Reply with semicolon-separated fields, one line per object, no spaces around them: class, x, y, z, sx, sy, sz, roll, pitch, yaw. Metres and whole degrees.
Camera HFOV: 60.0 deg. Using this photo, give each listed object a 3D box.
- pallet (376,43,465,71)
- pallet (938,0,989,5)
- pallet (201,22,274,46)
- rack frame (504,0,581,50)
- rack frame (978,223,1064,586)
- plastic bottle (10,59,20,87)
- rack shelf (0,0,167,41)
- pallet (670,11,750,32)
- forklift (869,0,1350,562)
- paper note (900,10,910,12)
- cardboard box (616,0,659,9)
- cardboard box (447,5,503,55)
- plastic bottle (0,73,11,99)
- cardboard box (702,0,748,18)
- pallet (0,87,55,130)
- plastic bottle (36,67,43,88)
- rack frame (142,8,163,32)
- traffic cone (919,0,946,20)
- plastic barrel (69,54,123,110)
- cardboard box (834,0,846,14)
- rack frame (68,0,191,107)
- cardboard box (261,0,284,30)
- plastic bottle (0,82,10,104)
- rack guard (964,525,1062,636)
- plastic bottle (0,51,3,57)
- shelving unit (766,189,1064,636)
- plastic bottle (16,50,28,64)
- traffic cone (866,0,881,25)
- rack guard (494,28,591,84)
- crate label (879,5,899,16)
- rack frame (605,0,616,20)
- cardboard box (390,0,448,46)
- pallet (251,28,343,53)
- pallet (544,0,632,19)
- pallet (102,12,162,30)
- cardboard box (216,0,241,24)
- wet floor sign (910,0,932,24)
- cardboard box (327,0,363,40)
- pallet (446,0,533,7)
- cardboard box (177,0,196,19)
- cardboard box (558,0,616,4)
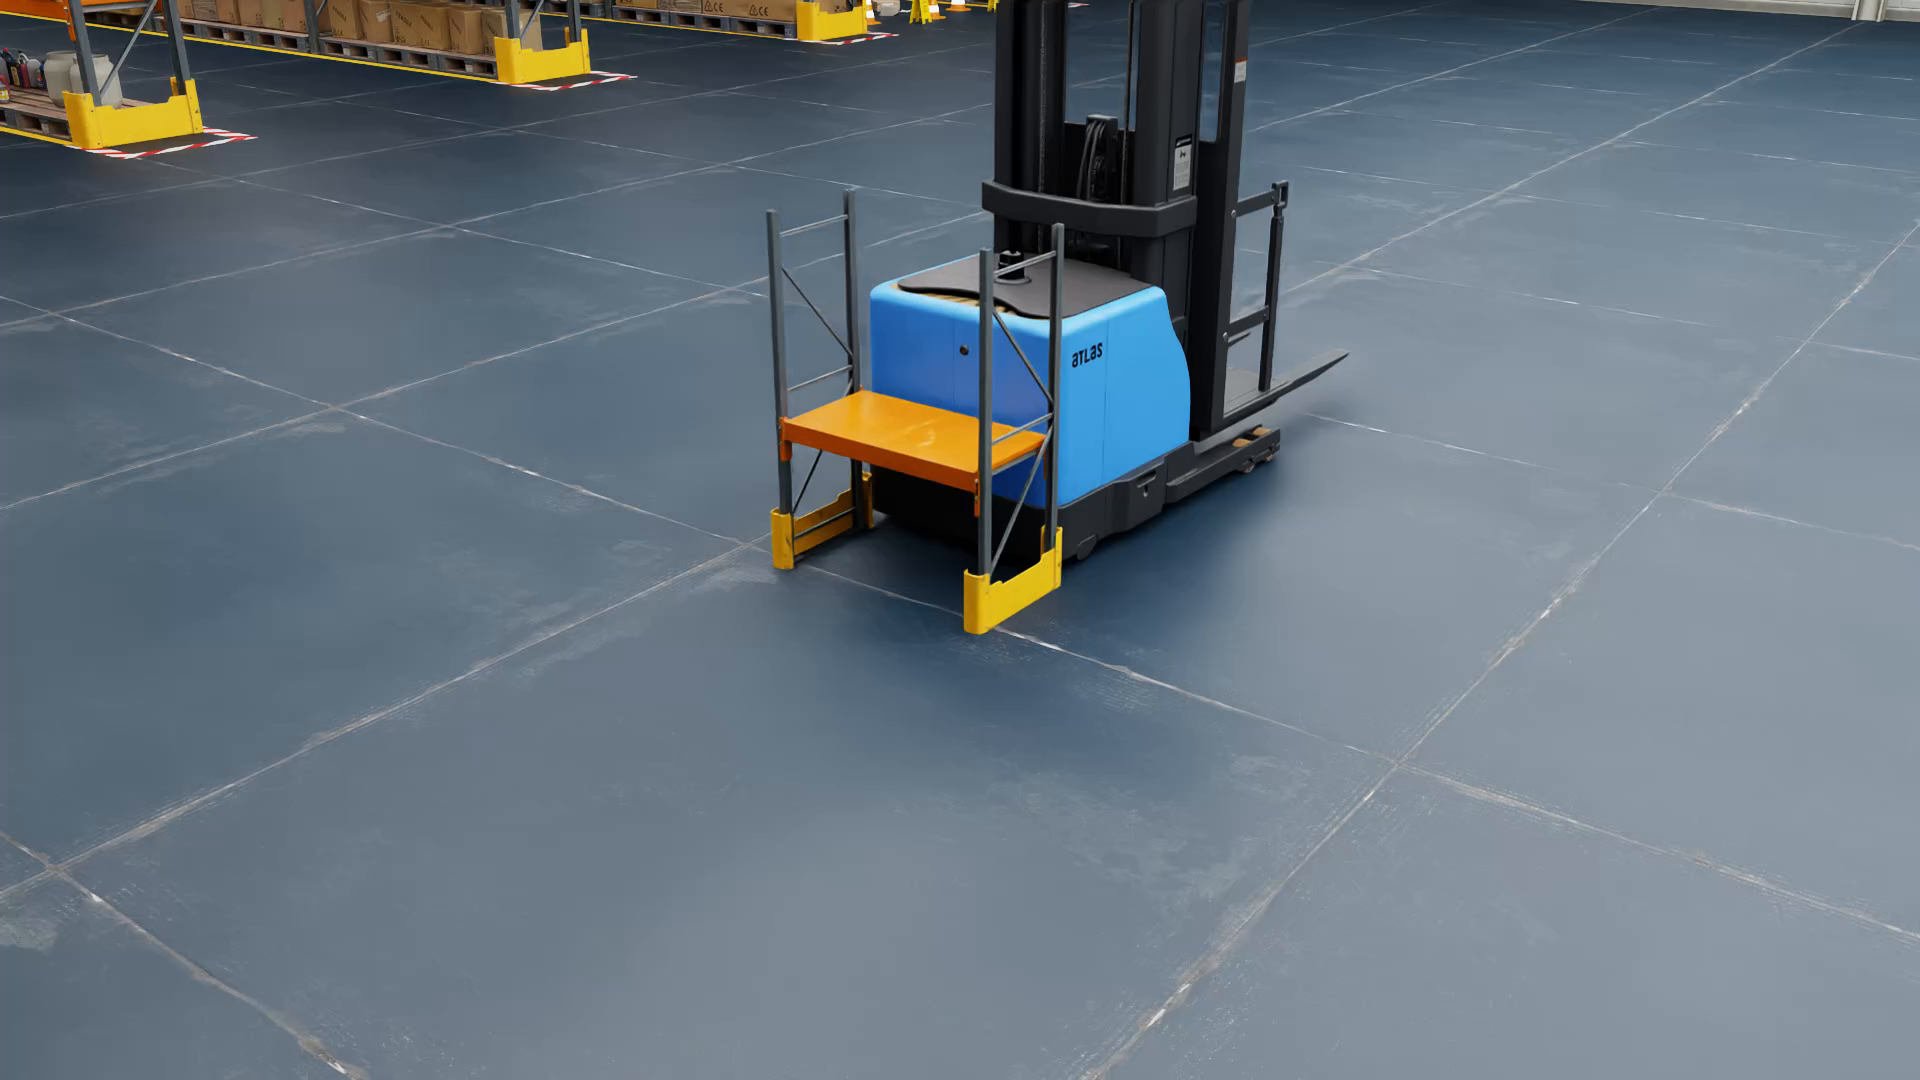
pallet;-6.513;-6.086;20.800;1.213;0.211;1.003;17;29;33
pallet;0.403;-8.988;27.387;1.213;0.211;1.003;17;29;33
pallet;-9.656;-7.014;22.907;1.213;0.211;1.003;17;29;33
rack frame;-4.851;-6.840;19.054;0.127;3.000;1.000;17;29;33
rack frame;0.229;-0.415;6.331;0.032;1.500;0.500;17;29;33
plastic bottle;-9.963;-4.941;17.568;0.133;0.283;0.061;17;29;33
rack shelf;-9.422;-5.397;16.670;4.000;0.370;1.077;17;29;33
pallet;-3.454;-7.603;24.245;1.213;0.211;1.003;17;29;33
forklift;0.912;-1.773;7.638;1.130;2.935;3.031;18;29;35
paper note;-0.858;-8.265;25.971;0.142;0.019;0.148;7;25;15
cardboard box;-4.535;-8.429;24.774;0.875;0.875;0.875;17;29;34
cardboard box;-5.839;-6.178;20.132;0.500;0.500;0.500;-17;29;-34
plastic bottle;-9.676;-4.607;16.810;0.133;0.283;0.061;17;29;33
cardboard box;-3.083;-7.991;23.780;0.875;0.875;0.875;16;29;32
pallet;-9.529;-4.463;17.117;1.213;0.211;1.003;17;29;33
plastic bottle;-9.683;-4.883;17.537;0.097;0.201;0.097;0;24;0
rack frame;-11.252;-8.775;23.445;0.127;3.000;1.000;17;29;33
traffic cone;-0.419;-8.124;25.115;0.334;0.463;0.336;17;29;33
plastic barrel;-8.394;-4.430;16.150;0.421;0.512;0.421;0;24;0
cardboard box;-1.831;-8.503;25.925;0.637;0.503;0.797;-1;24;-3
rack frame;-7.821;-5.242;15.428;0.127;3.000;1.000;17;29;33
cardboard box;-8.900;-7.142;22.293;0.500;0.500;0.700;17;29;33
plastic bottle;-9.554;-4.466;16.590;0.097;0.201;0.097;0;24;0
rack guard;0.214;0.152;6.594;0.087;0.250;0.587;17;29;33
plastic bottle;-10.334;-5.136;17.926;0.185;0.351;0.144;16;28;32
shelving unit;-0.186;-0.539;6.614;1.083;1.500;0.587;17;29;33
plastic bottle;-9.922;-5.011;17.643;0.185;0.351;0.144;17;29;33
traffic cone;-1.369;-7.842;24.474;0.334;0.463;0.336;17;29;33
rack guard;-4.912;-5.715;19.600;0.348;0.500;1.175;17;29;33
crate label;-1.085;-8.145;25.566;0.298;0.136;0.250;3;24;6
rack frame;-4.996;-9.383;24.826;0.127;3.000;1.000;17;29;33
cardboard box;-6.749;-6.485;20.828;0.500;0.500;0.500;14;27;29
pallet;-8.676;-6.719;22.238;1.213;0.211;1.003;17;29;33
pallet;-5.659;-8.270;25.757;1.213;0.211;1.003;17;29;33
pallet;-11.838;-7.714;24.495;1.213;0.211;1.003;17;29;33
cardboard box;-9.795;-7.412;22.906;0.500;0.500;0.700;20;31;38
wet floor sign;-0.585;-7.970;24.540;0.232;0.644;0.267;12;26;24
cardboard box;-7.756;-6.746;21.420;0.500;0.500;0.500;16;28;32
pallet;-7.611;-8.860;27.096;1.213;0.211;1.003;17;29;33
cardboard box;-10.704;-7.677;23.507;0.500;0.500;0.700;15;28;31
cardboard box;-5.547;-8.667;25.470;0.750;0.750;1.050;17;29;33
